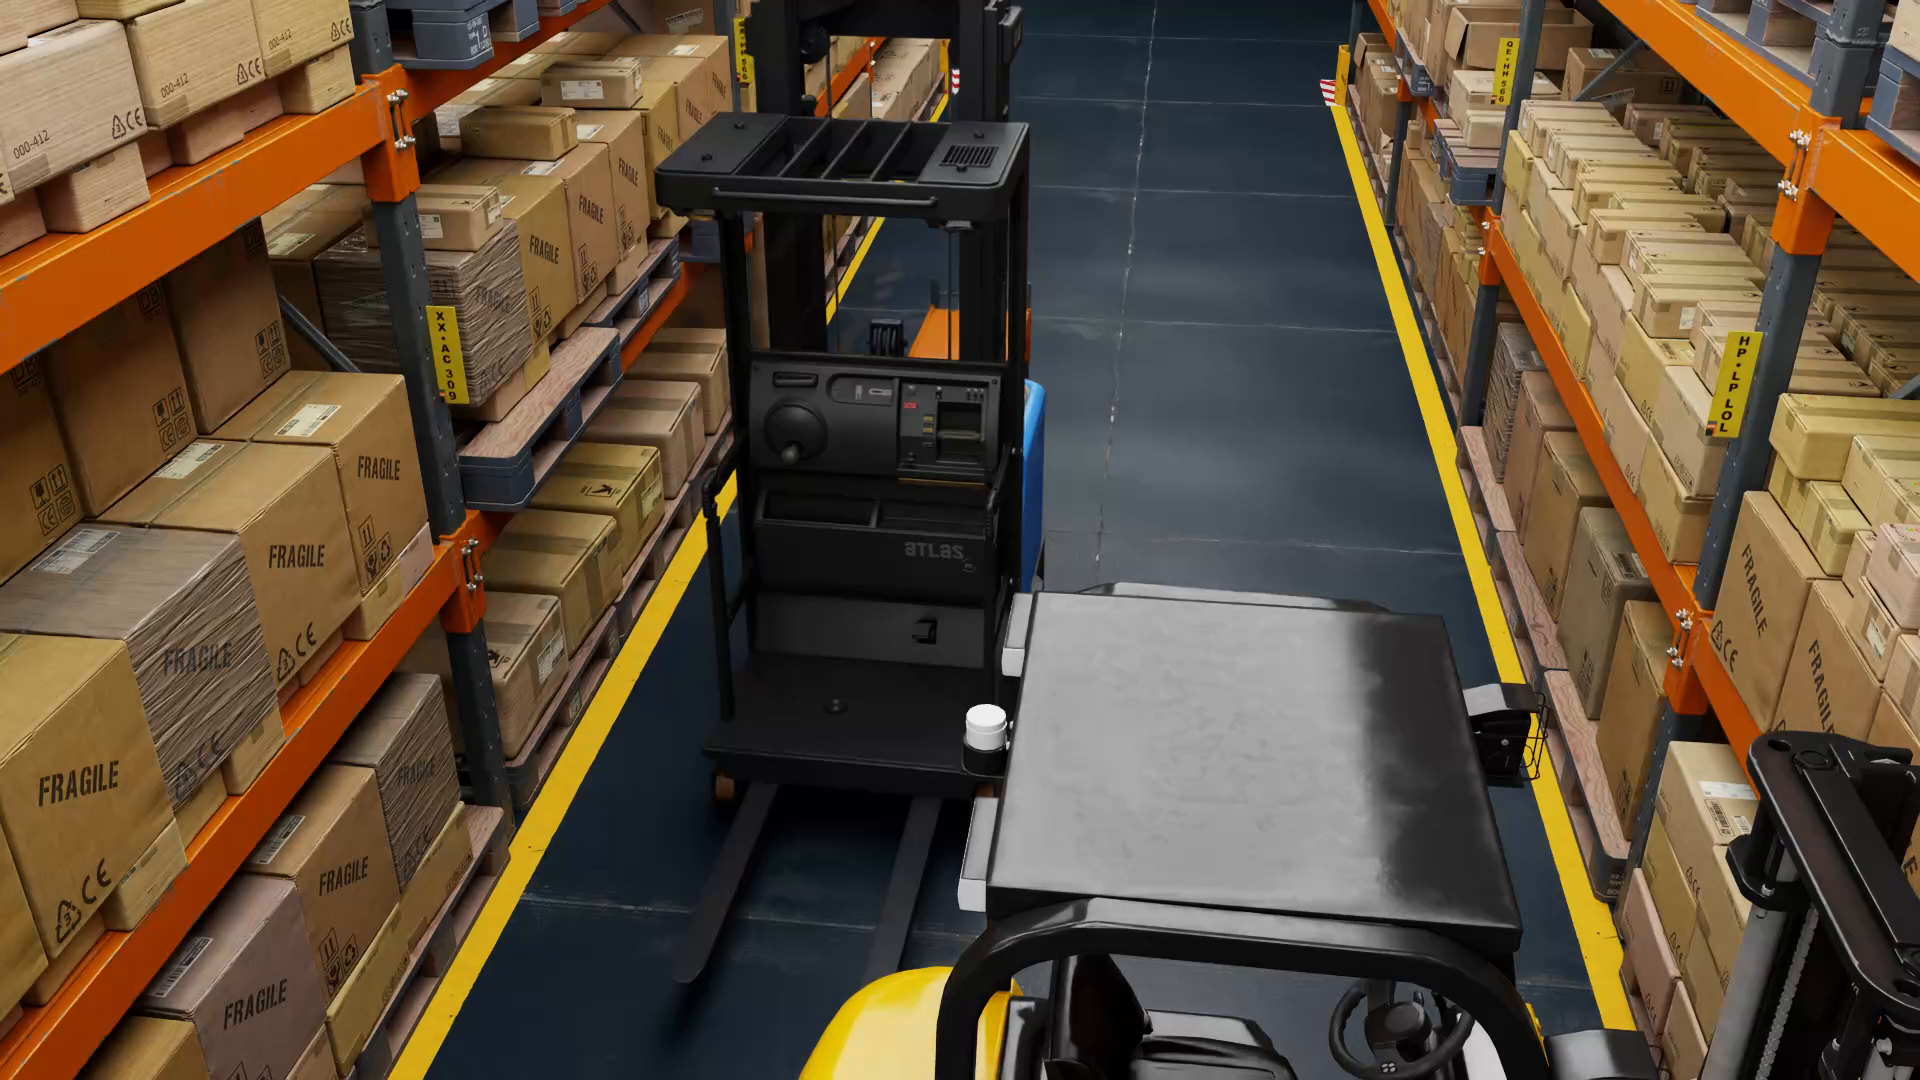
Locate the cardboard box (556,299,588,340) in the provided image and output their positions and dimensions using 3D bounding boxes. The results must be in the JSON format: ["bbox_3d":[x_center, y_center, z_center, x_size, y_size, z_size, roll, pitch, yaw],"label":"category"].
[{"bbox_3d":[-1.710,-0.920,6.617,0.380,0.149,0.250,4,29,7],"label":"cardboard box"}]

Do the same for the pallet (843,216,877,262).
[{"bbox_3d":[-1.202,-2.401,12.483,1.003,0.211,1.213,3,28,6],"label":"pallet"}]

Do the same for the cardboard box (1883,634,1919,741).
[{"bbox_3d":[2.292,0.343,3.661,0.380,0.149,0.250,3,28,6],"label":"cardboard box"}]

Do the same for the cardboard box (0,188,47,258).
[{"bbox_3d":[-2.154,-0.673,3.439,0.380,0.149,0.250,4,29,7],"label":"cardboard box"}]

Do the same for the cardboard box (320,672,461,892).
[{"bbox_3d":[-1.969,0.760,5.343,0.500,0.500,0.500,3,28,5],"label":"cardboard box"}]

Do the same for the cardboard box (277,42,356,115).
[{"bbox_3d":[-1.898,-1.274,4.554,0.380,0.149,0.250,3,29,6],"label":"cardboard box"}]

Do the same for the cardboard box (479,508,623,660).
[{"bbox_3d":[-2.016,0.156,7.125,0.950,0.372,0.625,5,29,9],"label":"cardboard box"}]

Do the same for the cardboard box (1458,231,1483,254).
[{"bbox_3d":[3.142,-1.695,9.743,0.380,0.149,0.250,2,28,5],"label":"cardboard box"}]

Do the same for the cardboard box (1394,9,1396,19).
[{"bbox_3d":[3.610,-4.133,13.023,0.380,0.149,0.250,4,29,8],"label":"cardboard box"}]

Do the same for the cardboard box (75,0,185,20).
[{"bbox_3d":[-1.963,-1.255,3.679,0.380,0.149,0.250,4,29,8],"label":"cardboard box"}]

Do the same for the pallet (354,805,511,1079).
[{"bbox_3d":[-2.210,1.316,5.585,1.003,0.211,1.213,3,28,6],"label":"pallet"}]

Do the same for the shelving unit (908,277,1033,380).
[{"bbox_3d":[0.027,-0.561,8.105,0.538,1.125,1.048,4,29,8],"label":"shelving unit"}]

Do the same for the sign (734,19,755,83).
[{"bbox_3d":[-1.133,-2.561,8.703,0.100,0.325,0.005,3,28,6],"label":"sign"}]

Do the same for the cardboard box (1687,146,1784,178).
[{"bbox_3d":[3.441,-1.623,7.311,0.380,0.149,0.250,3,28,5],"label":"cardboard box"}]

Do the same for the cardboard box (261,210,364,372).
[{"bbox_3d":[-2.334,-0.821,5.749,0.500,0.500,0.500,3,28,5],"label":"cardboard box"}]

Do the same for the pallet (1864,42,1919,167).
[{"bbox_3d":[2.685,-0.822,3.544,1.003,0.211,1.213,3,28,6],"label":"pallet"}]

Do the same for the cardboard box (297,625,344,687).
[{"bbox_3d":[-2.033,0.286,4.822,0.380,0.149,0.250,3,29,6],"label":"cardboard box"}]

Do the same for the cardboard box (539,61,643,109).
[{"bbox_3d":[-1.593,-1.972,7.202,0.380,0.149,0.250,2,28,4],"label":"cardboard box"}]

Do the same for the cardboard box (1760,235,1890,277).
[{"bbox_3d":[3.229,-1.023,6.197,0.380,0.149,0.250,3,28,6],"label":"cardboard box"}]

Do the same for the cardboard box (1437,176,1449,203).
[{"bbox_3d":[3.339,-2.307,10.879,0.380,0.149,0.250,4,29,8],"label":"cardboard box"}]

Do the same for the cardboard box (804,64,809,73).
[{"bbox_3d":[-1.228,-2.968,10.228,0.500,0.250,0.500,3,28,6],"label":"cardboard box"}]

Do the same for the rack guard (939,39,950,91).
[{"bbox_3d":[-0.689,-4.789,16.613,1.175,0.500,0.348,3,28,6],"label":"rack guard"}]

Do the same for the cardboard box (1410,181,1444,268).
[{"bbox_3d":[3.341,-2.093,11.165,0.500,0.500,0.500,3,28,5],"label":"cardboard box"}]

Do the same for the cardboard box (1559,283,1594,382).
[{"bbox_3d":[2.769,-0.842,6.809,0.500,0.250,0.500,4,29,8],"label":"cardboard box"}]

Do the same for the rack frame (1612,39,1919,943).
[{"bbox_3d":[2.764,0.057,4.982,1.000,3.000,0.127,3,28,6],"label":"rack frame"}]

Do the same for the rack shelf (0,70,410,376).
[{"bbox_3d":[-2.408,-0.292,3.226,1.077,0.370,4.000,3,28,6],"label":"rack shelf"}]

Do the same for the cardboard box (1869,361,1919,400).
[{"bbox_3d":[3.020,-0.426,5.089,0.380,0.149,0.250,3,28,5],"label":"cardboard box"}]

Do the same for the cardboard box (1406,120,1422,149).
[{"bbox_3d":[3.436,-2.926,12.027,0.380,0.149,0.250,5,29,9],"label":"cardboard box"}]

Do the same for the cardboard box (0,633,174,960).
[{"bbox_3d":[-2.144,0.547,3.653,0.500,0.500,0.500,3,28,5],"label":"cardboard box"}]

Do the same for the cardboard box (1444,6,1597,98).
[{"bbox_3d":[3.271,-2.836,9.799,0.797,0.503,0.637,3,28,5],"label":"cardboard box"}]

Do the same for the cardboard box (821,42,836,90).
[{"bbox_3d":[-1.131,-3.228,11.237,0.500,0.250,0.500,3,28,5],"label":"cardboard box"}]

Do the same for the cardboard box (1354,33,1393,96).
[{"bbox_3d":[4.065,-4.395,15.435,0.797,0.503,0.637,2,28,4],"label":"cardboard box"}]

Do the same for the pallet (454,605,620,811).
[{"bbox_3d":[-2.069,0.631,6.856,1.003,0.211,1.213,3,28,6],"label":"pallet"}]

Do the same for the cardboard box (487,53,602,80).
[{"bbox_3d":[-2.014,-2.029,7.991,0.500,0.500,0.500,5,29,9],"label":"cardboard box"}]

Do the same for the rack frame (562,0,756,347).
[{"bbox_3d":[-1.672,-2.113,9.009,1.000,3.000,0.127,3,28,6],"label":"rack frame"}]

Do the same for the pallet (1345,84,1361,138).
[{"bbox_3d":[4.128,-3.953,15.365,1.003,0.211,1.213,3,28,6],"label":"pallet"}]

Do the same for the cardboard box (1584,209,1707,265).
[{"bbox_3d":[2.668,-1.179,6.487,0.380,0.149,0.250,3,28,5],"label":"cardboard box"}]

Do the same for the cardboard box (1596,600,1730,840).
[{"bbox_3d":[2.817,0.671,5.903,0.875,0.625,0.625,5,29,8],"label":"cardboard box"}]

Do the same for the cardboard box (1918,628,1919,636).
[{"bbox_3d":[2.327,0.217,3.582,0.380,0.149,0.250,3,28,5],"label":"cardboard box"}]

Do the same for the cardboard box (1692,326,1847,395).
[{"bbox_3d":[2.599,-0.569,5.355,0.380,0.149,0.250,3,28,5],"label":"cardboard box"}]

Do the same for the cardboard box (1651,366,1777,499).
[{"bbox_3d":[2.571,-0.343,5.356,0.500,0.250,0.500,3,28,5],"label":"cardboard box"}]

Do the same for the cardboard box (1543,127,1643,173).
[{"bbox_3d":[2.885,-1.775,7.592,0.380,0.149,0.250,4,29,8],"label":"cardboard box"}]

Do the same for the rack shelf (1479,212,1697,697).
[{"bbox_3d":[3.009,-0.568,6.900,1.077,0.370,4.000,3,28,6],"label":"rack shelf"}]

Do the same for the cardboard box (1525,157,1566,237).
[{"bbox_3d":[2.895,-1.550,7.595,0.500,0.250,0.500,4,29,8],"label":"cardboard box"}]

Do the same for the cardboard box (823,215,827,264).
[{"bbox_3d":[-1.392,-2.102,10.787,0.875,0.875,0.875,4,29,7],"label":"cardboard box"}]

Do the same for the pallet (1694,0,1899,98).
[{"bbox_3d":[2.859,-1.596,5.088,0.805,0.209,1.217,2,28,4],"label":"pallet"}]

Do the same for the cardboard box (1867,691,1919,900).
[{"bbox_3d":[2.342,0.691,3.700,0.500,0.500,0.500,3,28,6],"label":"cardboard box"}]

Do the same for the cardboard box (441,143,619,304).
[{"bbox_3d":[-1.686,-1.262,6.567,0.500,0.500,0.500,3,28,6],"label":"cardboard box"}]

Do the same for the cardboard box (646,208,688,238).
[{"bbox_3d":[-1.485,-1.519,7.729,0.380,0.149,0.250,4,29,7],"label":"cardboard box"}]

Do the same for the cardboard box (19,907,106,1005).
[{"bbox_3d":[-2.166,0.885,3.710,0.380,0.149,0.250,3,28,5],"label":"cardboard box"}]

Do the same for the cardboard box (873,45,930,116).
[{"bbox_3d":[-0.778,-4.188,15.119,0.875,0.438,0.875,4,29,8],"label":"cardboard box"}]

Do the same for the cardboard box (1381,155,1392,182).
[{"bbox_3d":[3.521,-2.918,13.067,0.380,0.149,0.250,3,28,5],"label":"cardboard box"}]

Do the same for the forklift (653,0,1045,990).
[{"bbox_3d":[-0.344,-0.397,5.897,1.130,2.935,3.031,4,29,8],"label":"forklift"}]

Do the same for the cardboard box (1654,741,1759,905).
[{"bbox_3d":[2.393,0.852,4.909,0.500,0.250,0.500,3,28,5],"label":"cardboard box"}]

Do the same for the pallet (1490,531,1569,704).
[{"bbox_3d":[2.963,0.359,7.361,1.003,0.211,1.213,3,28,6],"label":"pallet"}]
